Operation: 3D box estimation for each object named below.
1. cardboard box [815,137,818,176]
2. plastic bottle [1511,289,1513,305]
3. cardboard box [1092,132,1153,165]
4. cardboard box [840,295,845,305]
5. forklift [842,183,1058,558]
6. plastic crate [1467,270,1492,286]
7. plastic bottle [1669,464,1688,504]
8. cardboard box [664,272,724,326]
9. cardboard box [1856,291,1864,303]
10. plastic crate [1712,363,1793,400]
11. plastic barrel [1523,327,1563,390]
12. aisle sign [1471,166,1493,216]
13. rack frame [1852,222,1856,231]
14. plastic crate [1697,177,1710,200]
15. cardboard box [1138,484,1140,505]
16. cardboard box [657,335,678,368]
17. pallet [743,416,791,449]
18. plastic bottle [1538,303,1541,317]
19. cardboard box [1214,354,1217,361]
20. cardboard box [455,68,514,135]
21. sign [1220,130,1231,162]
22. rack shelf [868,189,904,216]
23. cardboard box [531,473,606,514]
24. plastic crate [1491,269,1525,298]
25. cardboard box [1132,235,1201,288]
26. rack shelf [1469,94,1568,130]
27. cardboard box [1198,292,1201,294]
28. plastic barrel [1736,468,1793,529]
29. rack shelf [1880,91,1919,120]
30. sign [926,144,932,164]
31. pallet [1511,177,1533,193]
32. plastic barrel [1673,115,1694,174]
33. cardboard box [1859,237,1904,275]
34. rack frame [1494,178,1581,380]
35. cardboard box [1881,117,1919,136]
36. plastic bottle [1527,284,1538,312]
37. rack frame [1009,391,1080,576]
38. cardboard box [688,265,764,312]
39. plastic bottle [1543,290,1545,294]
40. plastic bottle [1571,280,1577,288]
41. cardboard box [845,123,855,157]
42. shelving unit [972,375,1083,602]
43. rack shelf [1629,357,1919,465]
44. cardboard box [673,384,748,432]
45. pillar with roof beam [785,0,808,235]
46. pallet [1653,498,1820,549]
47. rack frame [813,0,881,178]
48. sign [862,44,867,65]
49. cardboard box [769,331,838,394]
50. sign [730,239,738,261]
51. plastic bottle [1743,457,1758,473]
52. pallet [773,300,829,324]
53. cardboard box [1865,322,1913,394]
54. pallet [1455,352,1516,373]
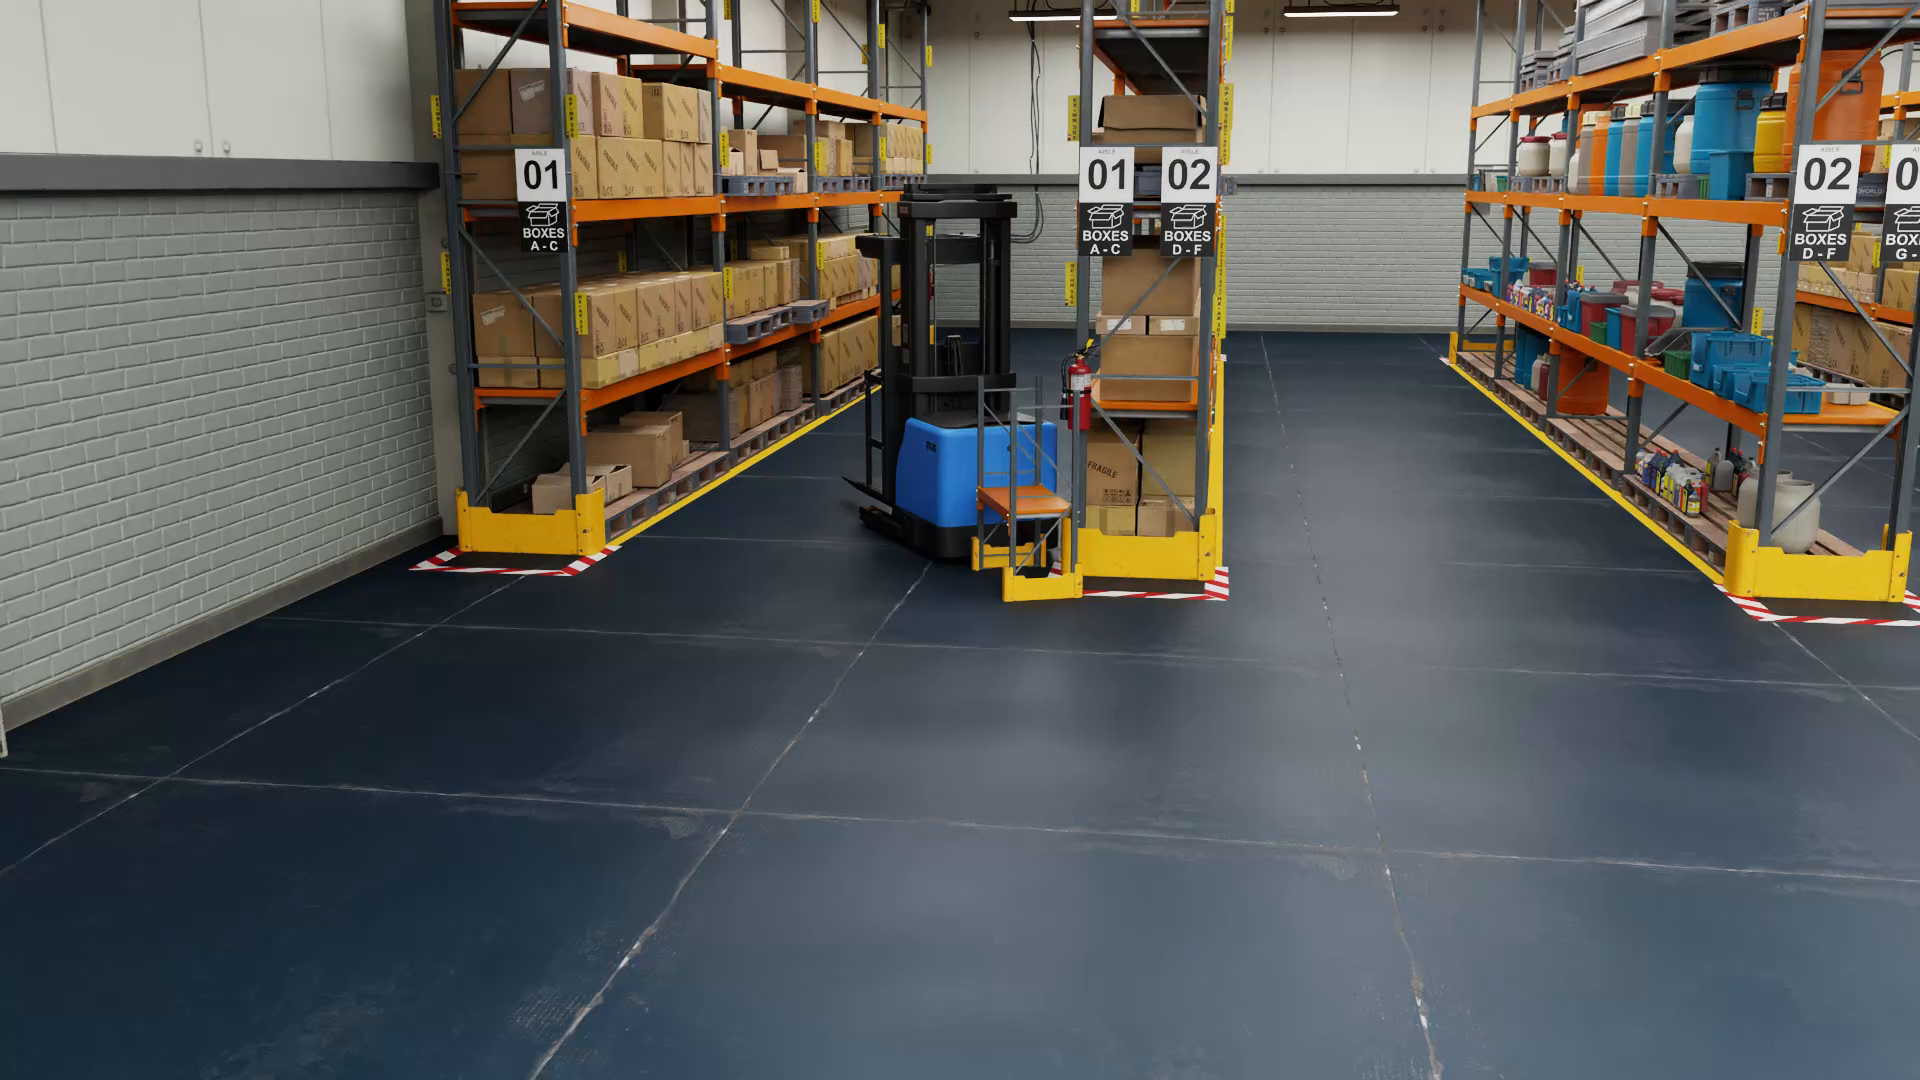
[{"bbox_3d":[-2.243,-4.987,21.613,0.700,0.500,0.500,1,12,6],"label":"cardboard box"},{"bbox_3d":[7.601,-3.356,22.750,0.097,0.271,0.097,0,12,0],"label":"plastic bottle"},{"bbox_3d":[1.291,-3.132,13.313,0.500,0.250,0.500,2,12,9],"label":"cardboard box"},{"bbox_3d":[-1.785,-3.310,22.780,0.380,0.149,0.250,2,12,9],"label":"cardboard box"},{"bbox_3d":[-0.236,-1.555,14.250,1.130,2.935,3.031,-5,13,-22],"label":"forklift"},{"bbox_3d":[8.265,-4.156,26.413,0.416,0.233,0.300,2,12,9],"label":"plastic crate"},{"bbox_3d":[6.227,-0.487,14.379,0.144,0.351,0.185,2,12,11],"label":"plastic bottle"},{"bbox_3d":[-2.672,-2.404,16.557,0.500,0.500,0.500,2,12,9],"label":"cardboard box"},{"bbox_3d":[12.771,-3.398,23.238,0.380,0.149,0.250,2,12,10],"label":"cardboard box"},{"bbox_3d":[6.155,-1.232,12.943,0.499,0.251,0.408,2,12,9],"label":"plastic crate"},{"bbox_3d":[7.905,-2.473,22.333,0.600,0.901,0.708,2,12,9],"label":"plastic barrel"},{"bbox_3d":[8.447,-5.682,27.067,0.394,0.787,0.004,2,12,9],"label":"aisle sign"},{"bbox_3d":[13.623,-4.226,26.482,1.000,3.000,0.127,2,12,9],"label":"rack frame"},{"bbox_3d":[6.372,-2.932,13.859,0.336,0.188,0.450,2,12,9],"label":"plastic crate"},{"bbox_3d":[1.230,-0.304,13.813,0.500,0.250,0.500,2,12,9],"label":"cardboard box"},{"bbox_3d":[-2.902,-1.724,15.182,0.500,0.250,0.500,2,12,9],"label":"cardboard box"},{"bbox_3d":[-2.602,-1.263,19.353,1.003,0.211,1.213,2,12,9],"label":"pallet"},{"bbox_3d":[7.286,-2.895,20.777,0.097,0.201,0.097,0,12,0],"label":"plastic bottle"},{"bbox_3d":[3.115,-2.174,21.852,0.500,0.500,0.500,2,12,8],"label":"cardboard box"},{"bbox_3d":[-3.713,-3.489,13.284,0.500,0.500,0.500,2,12,11],"label":"cardboard box"},{"bbox_3d":[2.539,-3.790,15.923,0.100,0.325,0.005,2,12,9],"label":"sign"},{"bbox_3d":[-1.367,-5.406,26.544,1.077,0.370,4.000,2,12,9],"label":"rack shelf"},{"bbox_3d":[-3.325,-0.419,14.153,0.500,0.311,0.500,0,12,2],"label":"cardboard box"},{"bbox_3d":[7.849,-3.684,23.861,0.392,0.384,0.575,2,12,9],"label":"plastic crate"},{"bbox_3d":[1.928,-2.640,15.807,0.700,0.500,0.500,2,12,9],"label":"cardboard box"},{"bbox_3d":[8.422,-6.356,24.781,1.077,0.370,4.000,2,12,9],"label":"rack shelf"},{"bbox_3d":[2.043,-2.191,15.265,0.380,0.149,0.250,2,12,9],"label":"cardboard box"},{"bbox_3d":[6.371,-0.289,13.121,0.421,0.512,0.421,0,12,0],"label":"plastic barrel"},{"bbox_3d":[13.316,-6.195,24.036,1.077,0.370,4.000,2,12,9],"label":"rack shelf"},{"bbox_3d":[-0.526,-6.547,28.221,0.100,0.325,0.005,2,12,9],"label":"sign"},{"bbox_3d":[8.090,-4.761,22.295,1.213,0.211,1.003,2,12,9],"label":"pallet"},{"bbox_3d":[6.624,-3.531,14.877,0.421,0.512,0.421,0,12,0],"label":"plastic barrel"},{"bbox_3d":[12.815,-3.936,23.008,0.500,0.500,0.500,2,12,10],"label":"cardboard box"},{"bbox_3d":[8.114,-3.554,23.363,1.000,3.000,0.127,2,12,9],"label":"rack frame"},{"bbox_3d":[13.159,-5.725,23.066,0.500,0.250,0.500,1,12,5],"label":"cardboard box"},{"bbox_3d":[7.430,-3.131,21.519,0.144,0.351,0.185,2,12,9],"label":"plastic bottle"},{"bbox_3d":[0.600,-0.308,11.862,0.500,1.500,0.032,-3,12,-12],"label":"rack frame"},{"bbox_3d":[-2.630,-2.832,18.734,0.700,0.500,0.500,4,13,16],"label":"cardboard box"},{"bbox_3d":[7.556,-3.097,21.551,0.097,0.271,0.097,0,12,0],"label":"plastic bottle"},{"bbox_3d":[8.296,-3.328,22.431,0.144,0.351,0.185,2,12,9],"label":"plastic bottle"},{"bbox_3d":[-1.798,-6.041,25.129,0.500,0.500,0.500,2,12,8],"label":"cardboard box"},{"bbox_3d":[0.488,-0.414,12.356,0.587,1.500,1.083,-3,12,-12],"label":"shelving unit"},{"bbox_3d":[6.576,-1.120,13.780,1.077,0.370,4.000,2,12,9],"label":"rack shelf"},{"bbox_3d":[-2.779,-1.465,18.563,0.700,0.500,0.500,2,12,8],"label":"cardboard box"},{"bbox_3d":[1.832,-6.842,24.380,9.100,9.000,0.400,2,12,9],"label":"pillar with roof beam"},{"bbox_3d":[6.554,-0.132,14.105,1.003,0.211,1.213,2,12,9],"label":"pallet"},{"bbox_3d":[-1.675,-6.807,24.221,1.000,3.000,0.127,2,12,9],"label":"rack frame"},{"bbox_3d":[-1.607,-8.193,28.059,0.100,0.325,0.005,2,12,9],"label":"sign"},{"bbox_3d":[-2.047,-2.345,21.862,0.750,0.750,0.750,2,12,8],"label":"cardboard box"},{"bbox_3d":[-2.839,-3.625,20.947,0.100,0.325,0.005,2,12,9],"label":"sign"},{"bbox_3d":[6.990,-0.558,14.706,0.144,0.351,0.185,2,12,8],"label":"plastic bottle"},{"bbox_3d":[-2.295,-2.797,20.305,1.213,0.211,1.003,2,12,9],"label":"pallet"},{"bbox_3d":[12.930,-2.426,22.177,1.225,0.875,0.875,2,12,9],"label":"cardboard box"},{"bbox_3d":[8.564,-2.853,26.730,1.003,0.211,1.213,2,12,9],"label":"pallet"}]
